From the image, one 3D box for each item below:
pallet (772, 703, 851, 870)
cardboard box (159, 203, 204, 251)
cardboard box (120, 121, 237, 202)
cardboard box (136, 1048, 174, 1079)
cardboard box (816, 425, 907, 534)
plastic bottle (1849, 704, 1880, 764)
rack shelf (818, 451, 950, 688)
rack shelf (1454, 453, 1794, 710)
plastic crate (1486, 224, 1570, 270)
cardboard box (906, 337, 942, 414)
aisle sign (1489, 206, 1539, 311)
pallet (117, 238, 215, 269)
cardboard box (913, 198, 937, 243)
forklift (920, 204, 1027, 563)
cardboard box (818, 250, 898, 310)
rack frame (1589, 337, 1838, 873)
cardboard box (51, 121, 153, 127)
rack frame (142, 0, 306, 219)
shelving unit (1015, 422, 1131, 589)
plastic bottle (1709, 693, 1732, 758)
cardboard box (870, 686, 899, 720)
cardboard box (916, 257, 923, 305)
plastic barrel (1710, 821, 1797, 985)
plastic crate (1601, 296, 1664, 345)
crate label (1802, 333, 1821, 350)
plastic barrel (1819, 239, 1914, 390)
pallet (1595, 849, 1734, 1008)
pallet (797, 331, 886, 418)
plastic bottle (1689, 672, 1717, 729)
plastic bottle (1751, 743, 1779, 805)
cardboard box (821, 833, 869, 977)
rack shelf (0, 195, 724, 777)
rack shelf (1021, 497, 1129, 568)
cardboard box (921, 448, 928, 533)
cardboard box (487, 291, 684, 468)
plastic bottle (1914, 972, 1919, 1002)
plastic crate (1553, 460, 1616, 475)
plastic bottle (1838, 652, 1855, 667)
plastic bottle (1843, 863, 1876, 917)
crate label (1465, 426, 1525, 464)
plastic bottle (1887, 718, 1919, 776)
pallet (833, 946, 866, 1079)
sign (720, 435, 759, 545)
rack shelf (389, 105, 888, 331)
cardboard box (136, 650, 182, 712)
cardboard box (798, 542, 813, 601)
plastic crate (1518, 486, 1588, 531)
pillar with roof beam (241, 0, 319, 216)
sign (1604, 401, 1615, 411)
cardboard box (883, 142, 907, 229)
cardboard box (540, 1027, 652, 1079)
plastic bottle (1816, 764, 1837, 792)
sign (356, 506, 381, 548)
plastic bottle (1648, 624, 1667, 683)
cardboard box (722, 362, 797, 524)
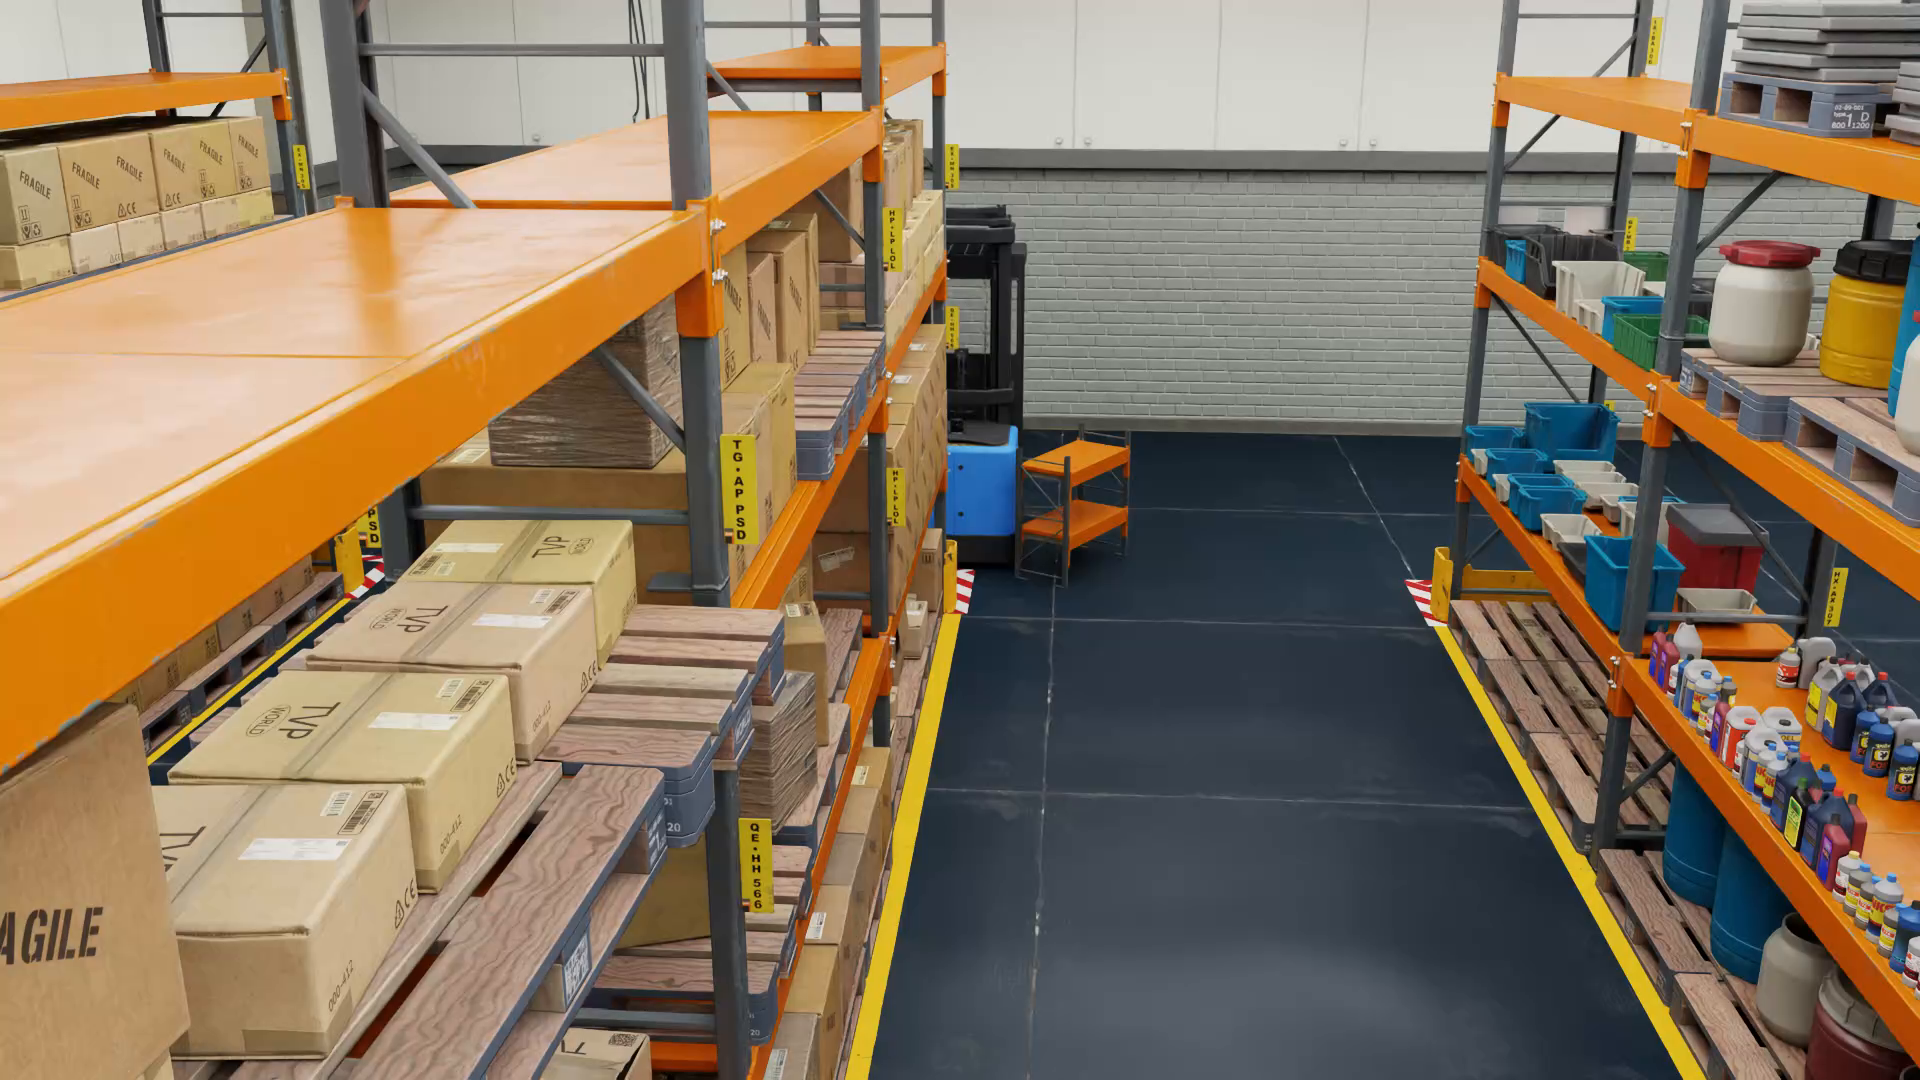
[{"bbox_3d":[-1.050,1.038,7.246,1.003,0.211,1.213,1,18,4],"label":"pallet"},{"bbox_3d":[-5.409,-2.088,11.065,0.500,0.250,0.500,1,18,2],"label":"cardboard box"},{"bbox_3d":[-5.379,-2.612,11.462,0.500,0.500,0.500,2,18,6],"label":"cardboard box"},{"bbox_3d":[-1.381,0.878,2.176,0.500,0.250,0.500,0,18,-1],"label":"cardboard box"},{"bbox_3d":[-0.583,-0.354,9.420,0.500,0.500,0.500,2,18,5],"label":"cardboard box"},{"bbox_3d":[4.149,0.884,7.614,0.097,0.271,0.097,0,18,0],"label":"plastic bottle"},{"bbox_3d":[-0.754,0.029,11.172,1.077,0.370,4.000,1,18,4],"label":"rack shelf"},{"bbox_3d":[4.186,0.141,10.831,1.077,0.370,4.000,1,18,4],"label":"rack shelf"},{"bbox_3d":[4.024,-2.072,11.822,0.497,0.269,0.590,1,18,4],"label":"plastic crate"},{"bbox_3d":[-0.404,-1.155,11.865,0.500,0.500,0.500,2,18,5],"label":"cardboard box"},{"bbox_3d":[4.038,-2.086,12.298,0.394,0.787,0.004,1,18,4],"label":"aisle sign"},{"bbox_3d":[-5.680,-1.816,10.973,1.003,0.211,1.213,1,18,4],"label":"pallet"},{"bbox_3d":[-0.429,-2.205,11.455,0.500,0.250,0.500,1,18,4],"label":"cardboard box"},{"bbox_3d":[0.044,-1.607,15.119,1.130,2.935,3.031,1,18,3],"label":"forklift"},{"bbox_3d":[-0.615,-1.429,9.086,0.500,0.250,0.500,1,18,4],"label":"cardboard box"},{"bbox_3d":[4.043,0.420,8.823,1.000,3.000,0.127,1,18,4],"label":"rack frame"},{"bbox_3d":[-5.891,-2.615,11.471,0.500,0.500,0.500,1,18,3],"label":"cardboard box"},{"bbox_3d":[-5.552,-3.894,12.355,1.000,3.000,0.127,1,18,4],"label":"rack frame"},{"bbox_3d":[0.959,-0.310,14.061,0.538,1.125,1.048,12,22,32],"label":"shelving unit"},{"bbox_3d":[3.527,0.856,7.681,0.061,0.283,0.133,1,18,4],"label":"plastic bottle"},{"bbox_3d":[-0.600,1.052,10.740,0.380,0.166,0.250,1,18,4],"label":"cardboard box"},{"bbox_3d":[-0.506,-1.657,10.586,0.500,0.250,0.500,1,18,4],"label":"cardboard box"},{"bbox_3d":[3.936,1.606,7.899,0.600,0.901,0.708,1,18,4],"label":"plastic barrel"},{"bbox_3d":[3.789,-1.215,9.267,0.416,0.233,0.300,1,18,4],"label":"plastic crate"},{"bbox_3d":[4.366,-1.025,8.841,0.293,0.136,0.466,1,18,4],"label":"crate label"},{"bbox_3d":[4.180,-1.006,7.382,0.600,0.588,0.600,0,18,0],"label":"plastic barrel"},{"bbox_3d":[3.946,1.984,8.529,1.003,0.211,1.213,1,18,4],"label":"pallet"},{"bbox_3d":[-1.015,-0.827,8.113,1.213,0.211,1.003,1,18,4],"label":"pallet"},{"bbox_3d":[3.567,0.766,7.975,0.097,0.271,0.097,0,18,0],"label":"plastic bottle"},{"bbox_3d":[3.511,1.012,7.225,0.097,0.271,0.097,0,18,0],"label":"plastic bottle"},{"bbox_3d":[-0.728,1.756,8.054,0.500,0.500,0.500,2,18,5],"label":"cardboard box"},{"bbox_3d":[-1.328,-0.147,2.717,1.077,0.370,4.000,1,18,4],"label":"rack shelf"},{"bbox_3d":[0.959,-0.077,14.138,0.538,0.278,1.000,12,22,32],"label":"rack shelf"},{"bbox_3d":[-0.483,-0.364,11.055,0.500,0.500,0.500,1,18,3],"label":"cardboard box"},{"bbox_3d":[-1.147,-0.533,5.147,0.500,0.500,0.500,1,18,4],"label":"cardboard box"},{"bbox_3d":[3.402,1.515,5.802,0.097,0.201,0.097,0,18,0],"label":"plastic bottle"},{"bbox_3d":[4.451,-0.468,11.861,0.396,0.136,0.243,1,18,4],"label":"plastic crate"},{"bbox_3d":[4.366,0.678,8.223,0.061,0.283,0.133,1,18,4],"label":"plastic bottle"},{"bbox_3d":[3.444,1.333,6.355,0.097,0.201,0.097,0,18,0],"label":"plastic bottle"},{"bbox_3d":[3.983,-0.702,12.419,0.416,0.233,0.303,1,18,4],"label":"crate label"},{"bbox_3d":[4.265,0.921,7.495,0.152,0.276,0.135,1,18,4],"label":"plastic bottle"},{"bbox_3d":[-1.003,2.267,7.665,1.003,0.211,1.213,1,18,4],"label":"pallet"},{"bbox_3d":[-0.632,-0.143,4.767,0.100,0.325,0.005,1,18,4],"label":"sign"},{"bbox_3d":[-1.041,-1.389,6.508,1.077,0.370,4.000,1,18,4],"label":"rack shelf"},{"bbox_3d":[-5.644,0.802,10.999,0.700,0.500,0.500,1,18,3],"label":"cardboard box"},{"bbox_3d":[-1.155,0.204,8.649,0.700,0.500,0.500,-5,19,-15],"label":"cardboard box"},{"bbox_3d":[3.867,-0.199,10.887,0.416,0.233,0.300,1,18,4],"label":"plastic crate"},{"bbox_3d":[-1.928,-4.656,14.680,9.100,9.000,0.400,1,18,4],"label":"pillar with roof beam"},{"bbox_3d":[4.879,-0.892,12.567,0.100,0.325,0.005,1,18,4],"label":"sign"},{"bbox_3d":[-0.694,-2.099,9.928,0.700,0.500,0.500,1,18,4],"label":"cardboard box"},{"bbox_3d":[-1.254,1.705,5.045,0.500,0.311,0.500,2,18,7],"label":"cardboard box"},{"bbox_3d":[3.641,1.075,7.030,0.097,0.271,0.097,0,18,0],"label":"plastic bottle"},{"bbox_3d":[-1.726,-0.133,4.864,0.100,0.325,0.005,1,18,4],"label":"sign"},{"bbox_3d":[3.591,0.580,8.523,0.061,0.283,0.133,1,18,4],"label":"plastic bottle"},{"bbox_3d":[-1.113,-0.378,6.282,0.910,0.500,0.500,1,18,4],"label":"cardboard box"}]
